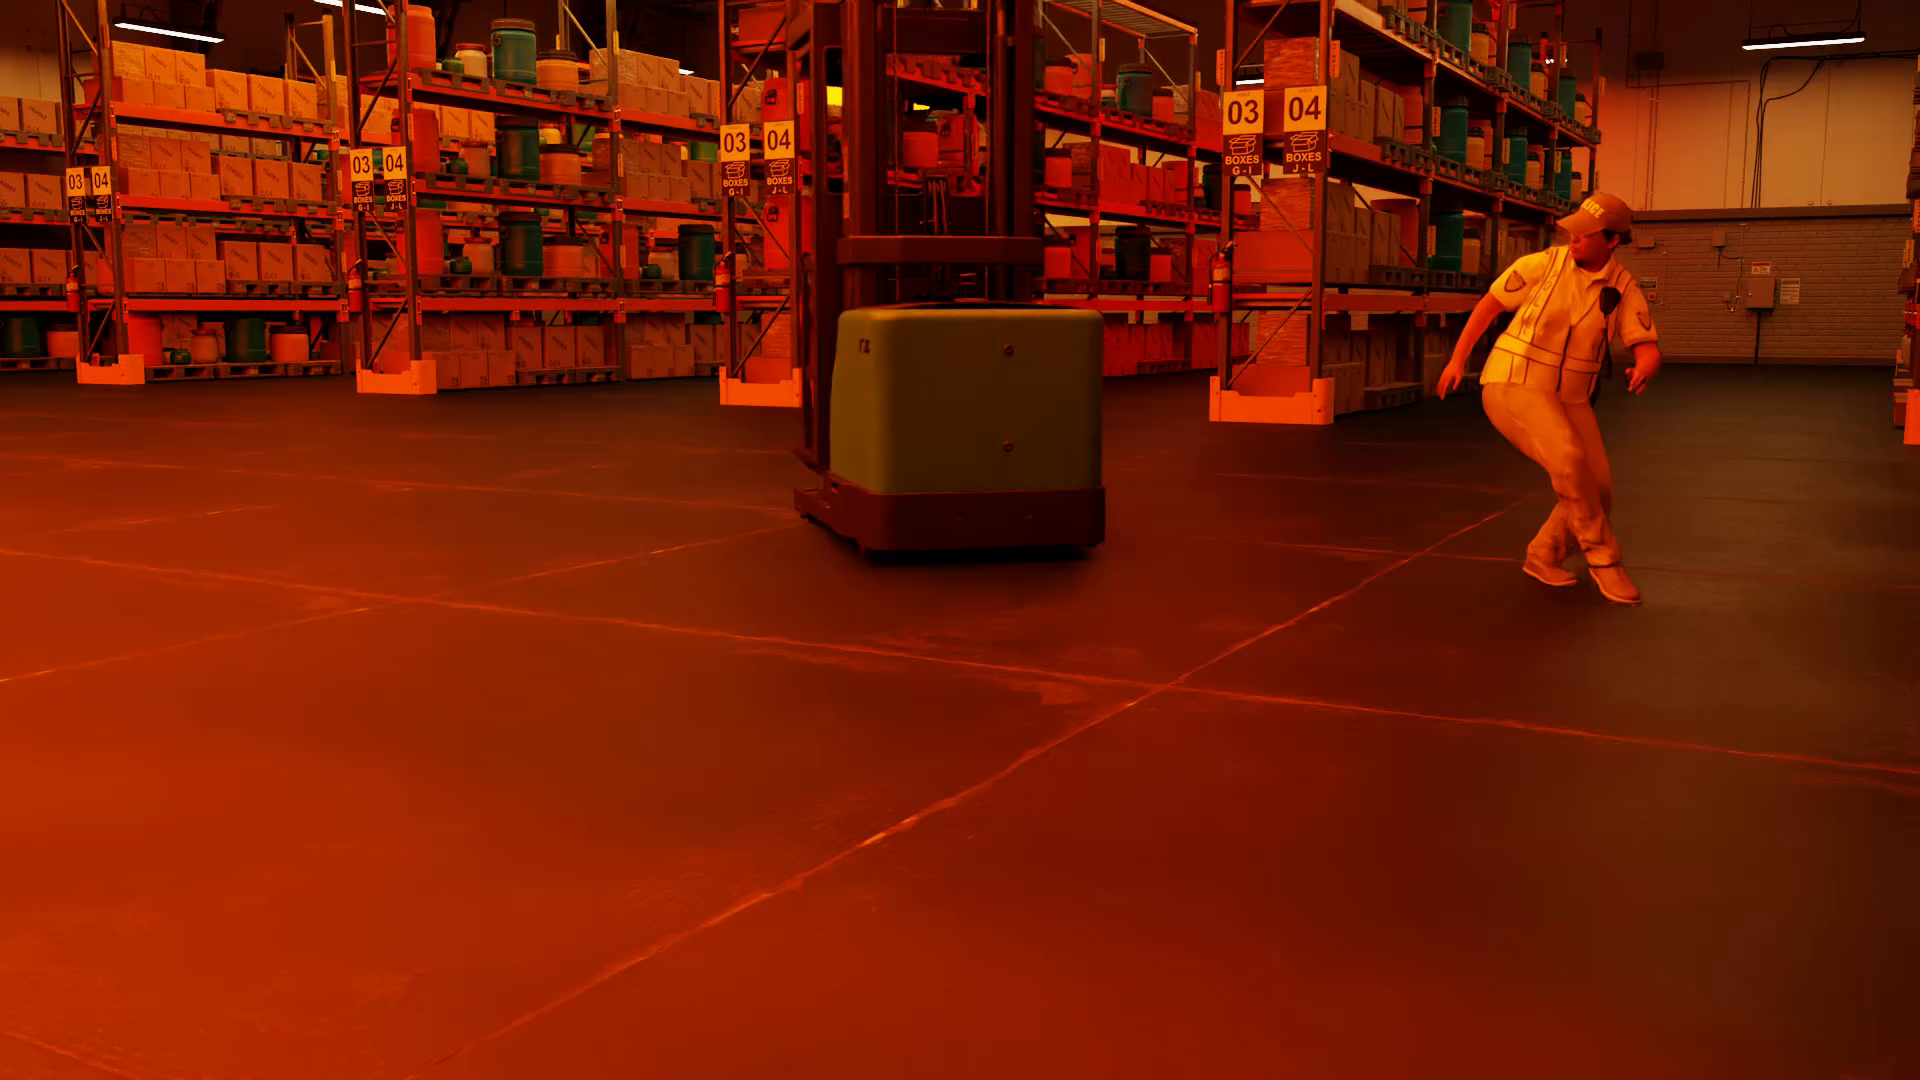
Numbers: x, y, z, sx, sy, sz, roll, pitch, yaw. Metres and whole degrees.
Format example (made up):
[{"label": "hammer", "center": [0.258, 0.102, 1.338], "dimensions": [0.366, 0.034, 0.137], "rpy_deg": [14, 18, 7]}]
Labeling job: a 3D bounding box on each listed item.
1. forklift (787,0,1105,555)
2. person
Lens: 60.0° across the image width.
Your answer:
[{"label": "forklift", "center": [-0.244, -1.549, 8.317], "dimensions": [1.130, 2.935, 3.031], "rpy_deg": [-2, 8, -15]}, {"label": "person", "center": [2.280, -0.541, 6.314], "dimensions": [0.706, 1.514, 0.755], "rpy_deg": [-1, 8, -8]}]
